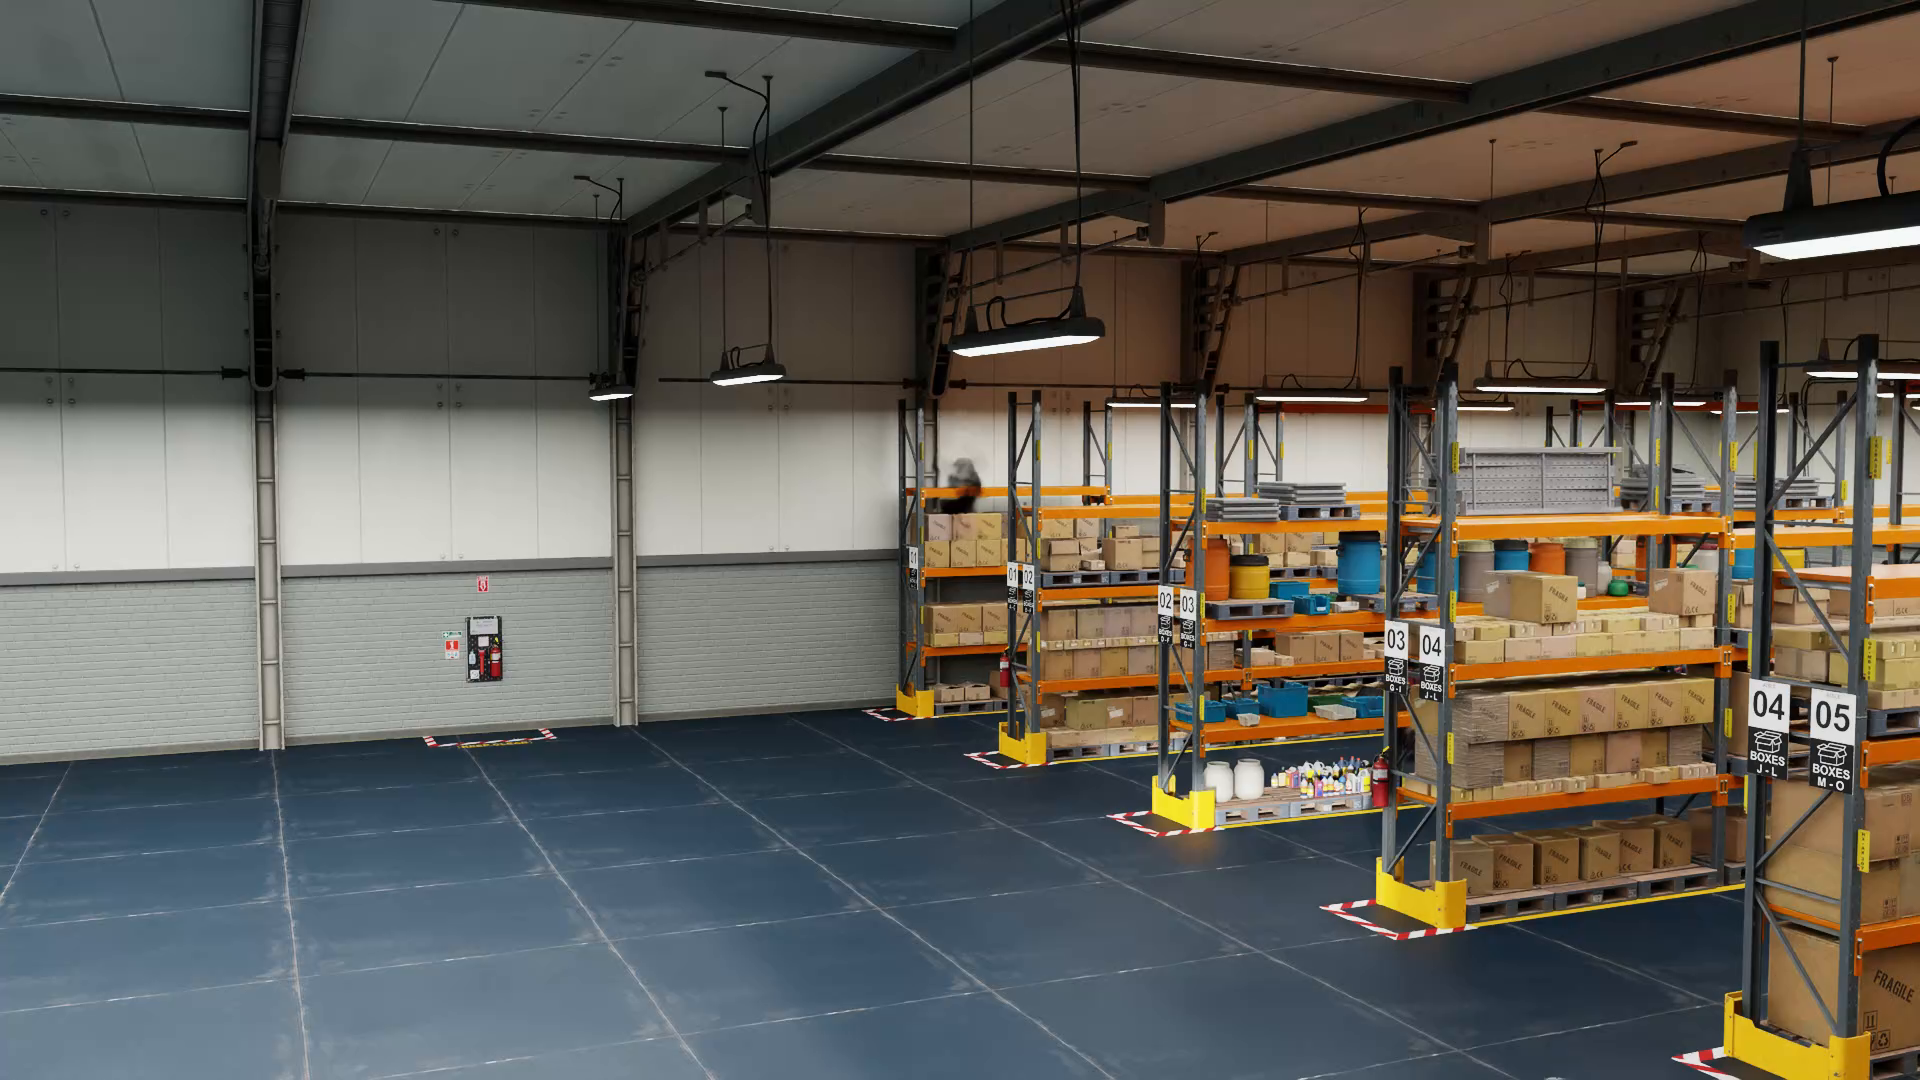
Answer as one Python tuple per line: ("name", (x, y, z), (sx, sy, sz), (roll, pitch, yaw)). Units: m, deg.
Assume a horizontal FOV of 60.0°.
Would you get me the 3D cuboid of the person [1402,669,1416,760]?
("person", (7.224, 2.724, 26.980), (0.651, 1.685, 0.639), (-2, 4, -33))
